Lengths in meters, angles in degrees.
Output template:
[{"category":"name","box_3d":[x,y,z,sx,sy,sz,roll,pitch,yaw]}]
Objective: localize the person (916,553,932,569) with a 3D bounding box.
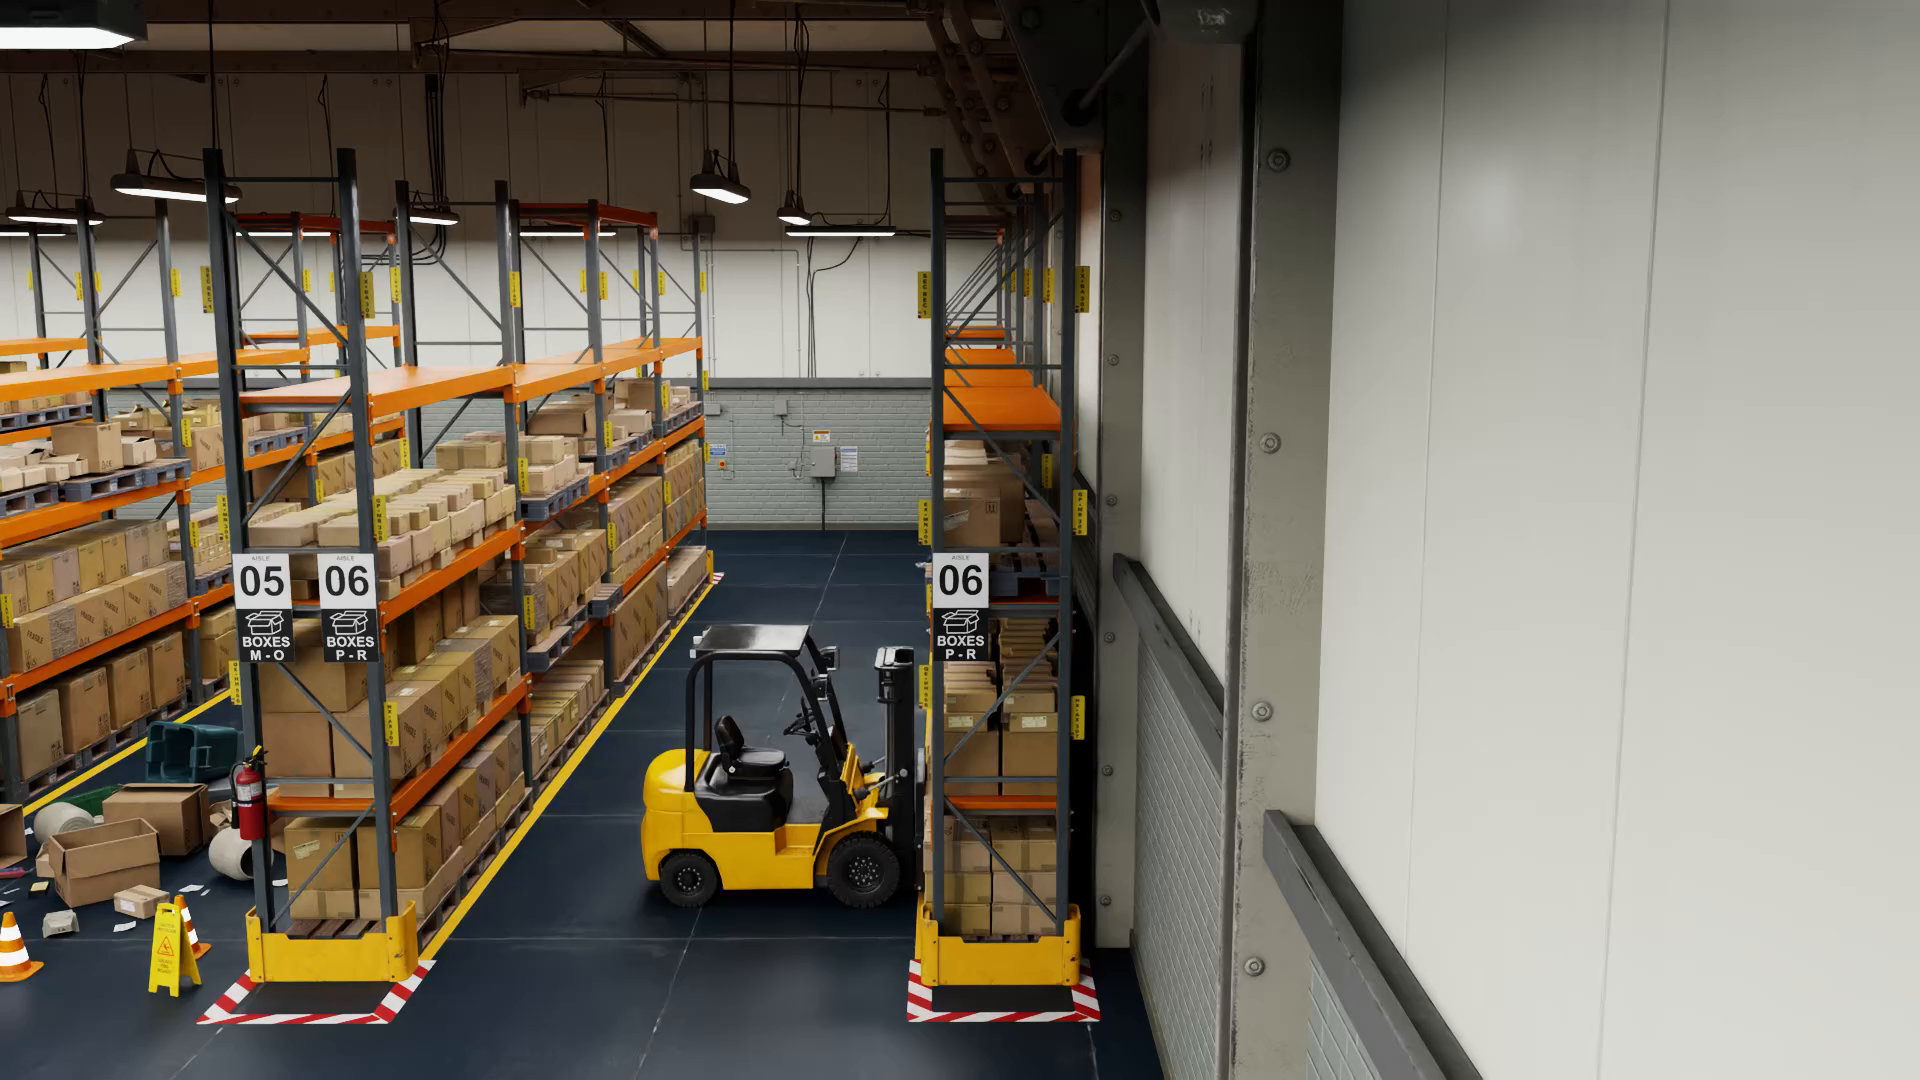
[{"category":"person","box_3d":[-0.281,-0.236,29.105,1.032,1.508,0.392,-2,9,-14]}]
